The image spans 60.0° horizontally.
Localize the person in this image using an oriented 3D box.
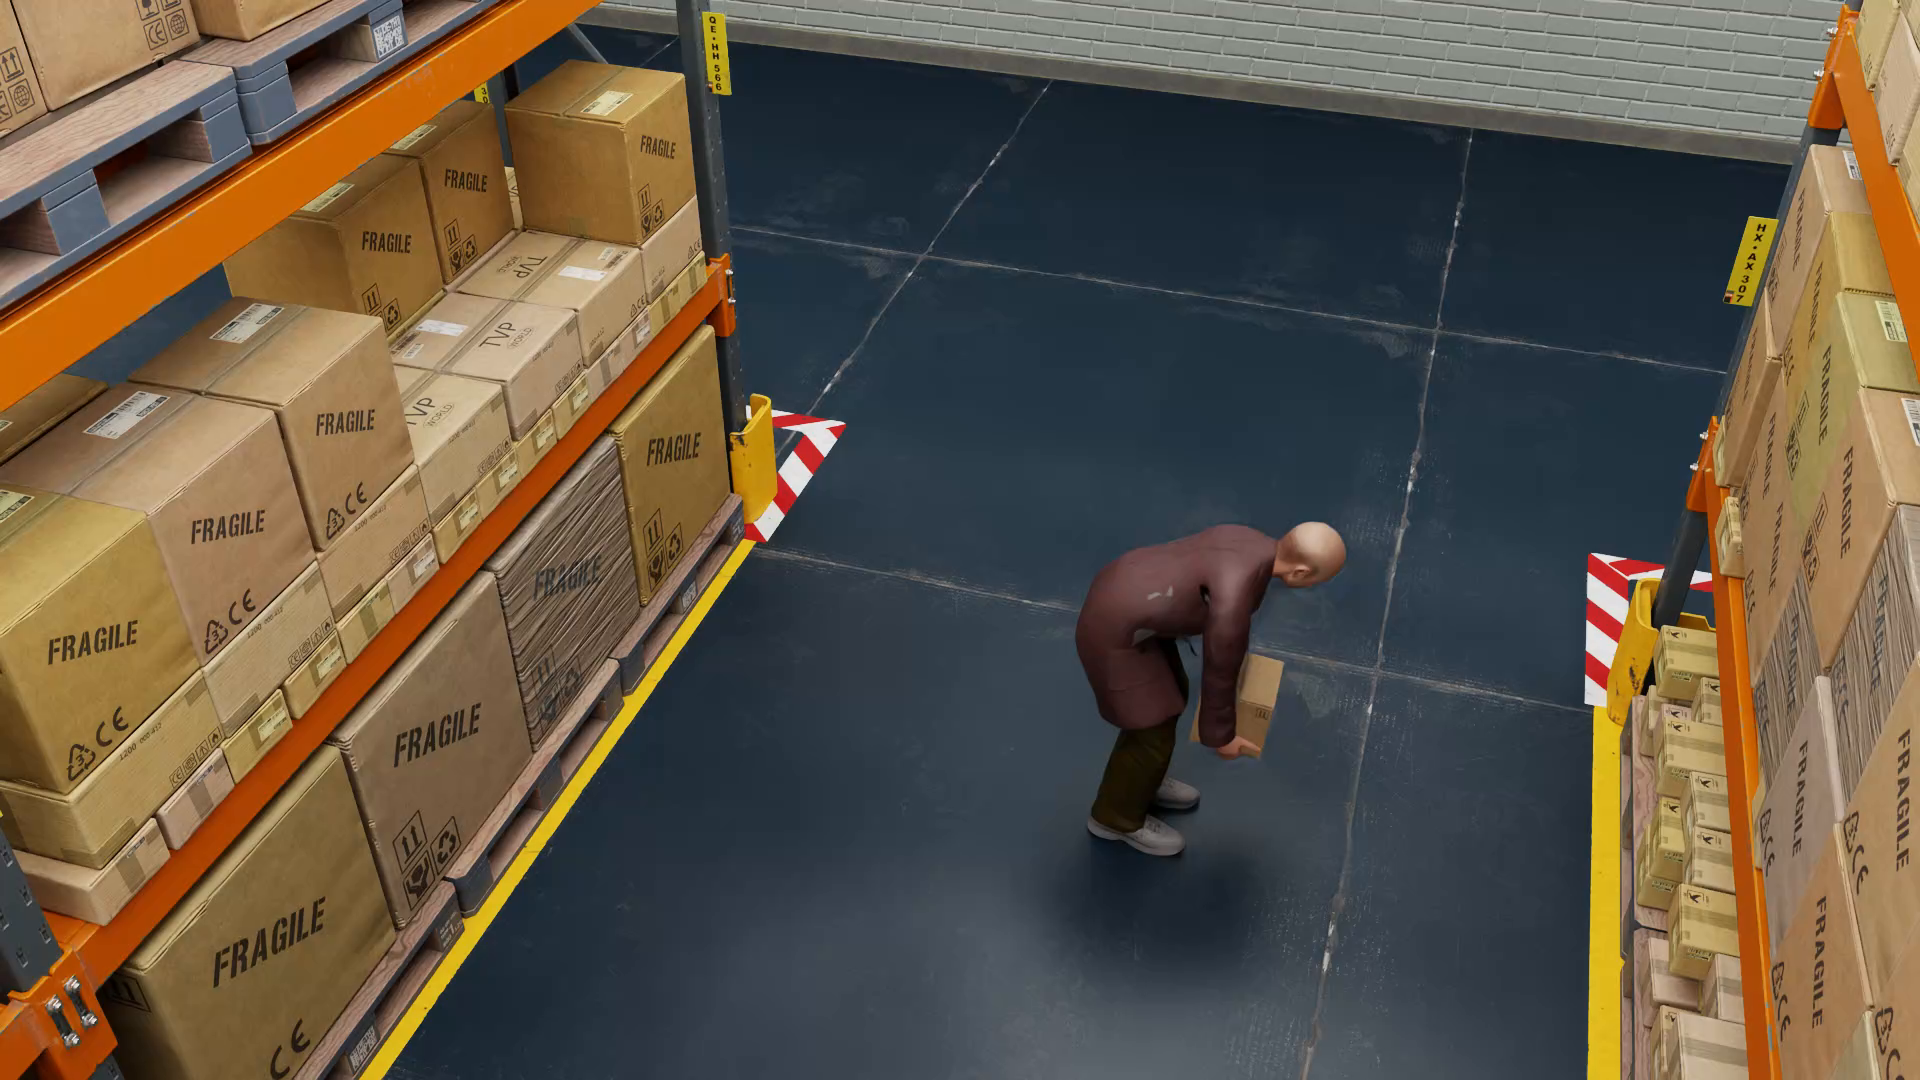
[{"bbox_3d":[0.824,0.492,5.790,0.859,1.435,0.541,10,38,13],"label":"person"}]
